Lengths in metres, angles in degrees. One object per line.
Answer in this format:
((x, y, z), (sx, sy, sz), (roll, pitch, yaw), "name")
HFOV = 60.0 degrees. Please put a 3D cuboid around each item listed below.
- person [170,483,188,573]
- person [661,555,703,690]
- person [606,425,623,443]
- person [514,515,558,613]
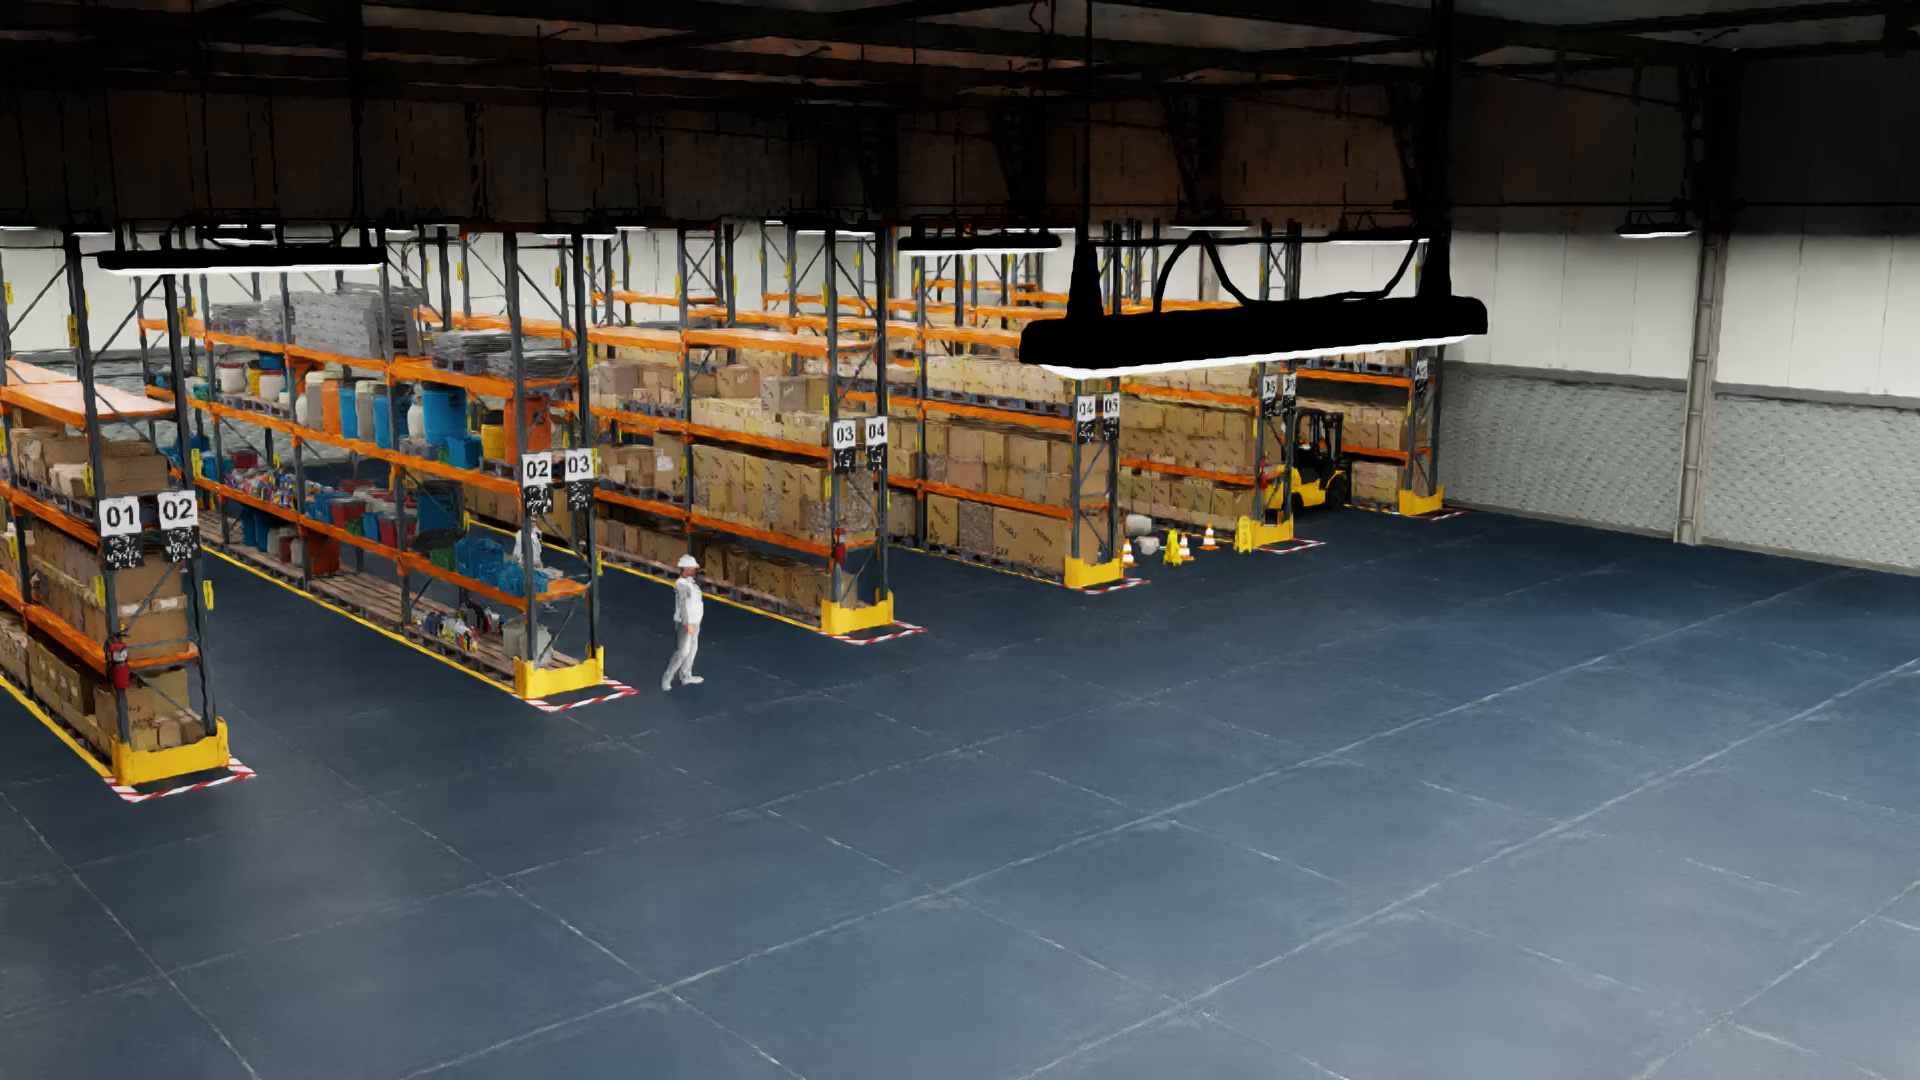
((-13.612, -0.195, 28.784), (0.598, 1.617, 0.507), (-10, 15, -41), "person")
((-3.699, 1.090, 22.035), (0.512, 1.765, 0.728), (1, 11, 5), "person")
((-7.538, -1.743, 36.469), (0.459, 1.594, 0.407), (4, 12, 18), "person")
((-6.752, 0.333, 26.104), (0.495, 1.589, 1.086), (-9, 15, -38), "person")
